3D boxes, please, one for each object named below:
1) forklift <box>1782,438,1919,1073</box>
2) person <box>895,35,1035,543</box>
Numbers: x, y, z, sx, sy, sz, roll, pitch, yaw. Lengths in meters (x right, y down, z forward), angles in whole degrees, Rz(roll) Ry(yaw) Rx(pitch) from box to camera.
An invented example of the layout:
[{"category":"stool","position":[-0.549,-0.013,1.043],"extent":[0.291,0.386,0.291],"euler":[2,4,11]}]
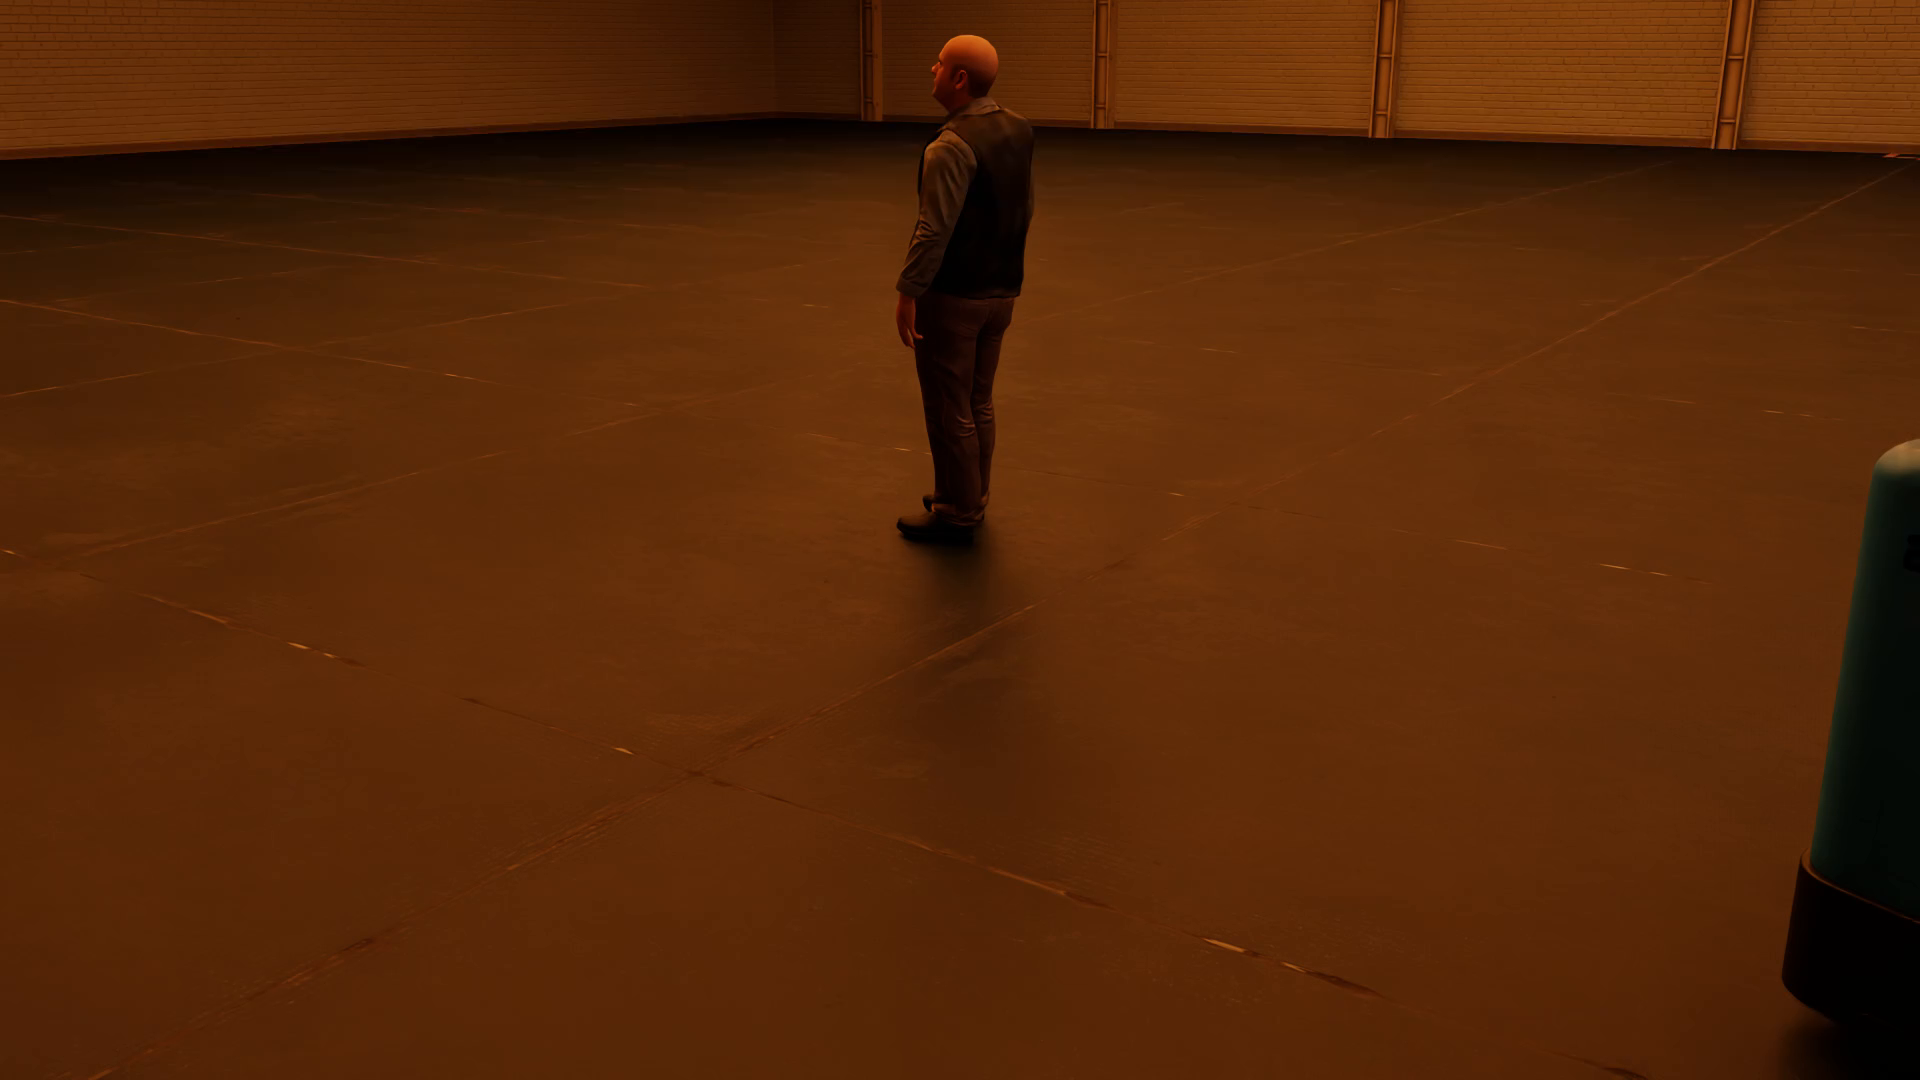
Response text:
[{"category":"forklift","position":[2.698,-0.248,1.661],"extent":[1.130,2.935,3.031],"euler":[-10,19,-31]},{"category":"person","position":[-0.046,-0.844,5.740],"extent":[0.568,1.720,0.632],"euler":[11,20,33]}]
